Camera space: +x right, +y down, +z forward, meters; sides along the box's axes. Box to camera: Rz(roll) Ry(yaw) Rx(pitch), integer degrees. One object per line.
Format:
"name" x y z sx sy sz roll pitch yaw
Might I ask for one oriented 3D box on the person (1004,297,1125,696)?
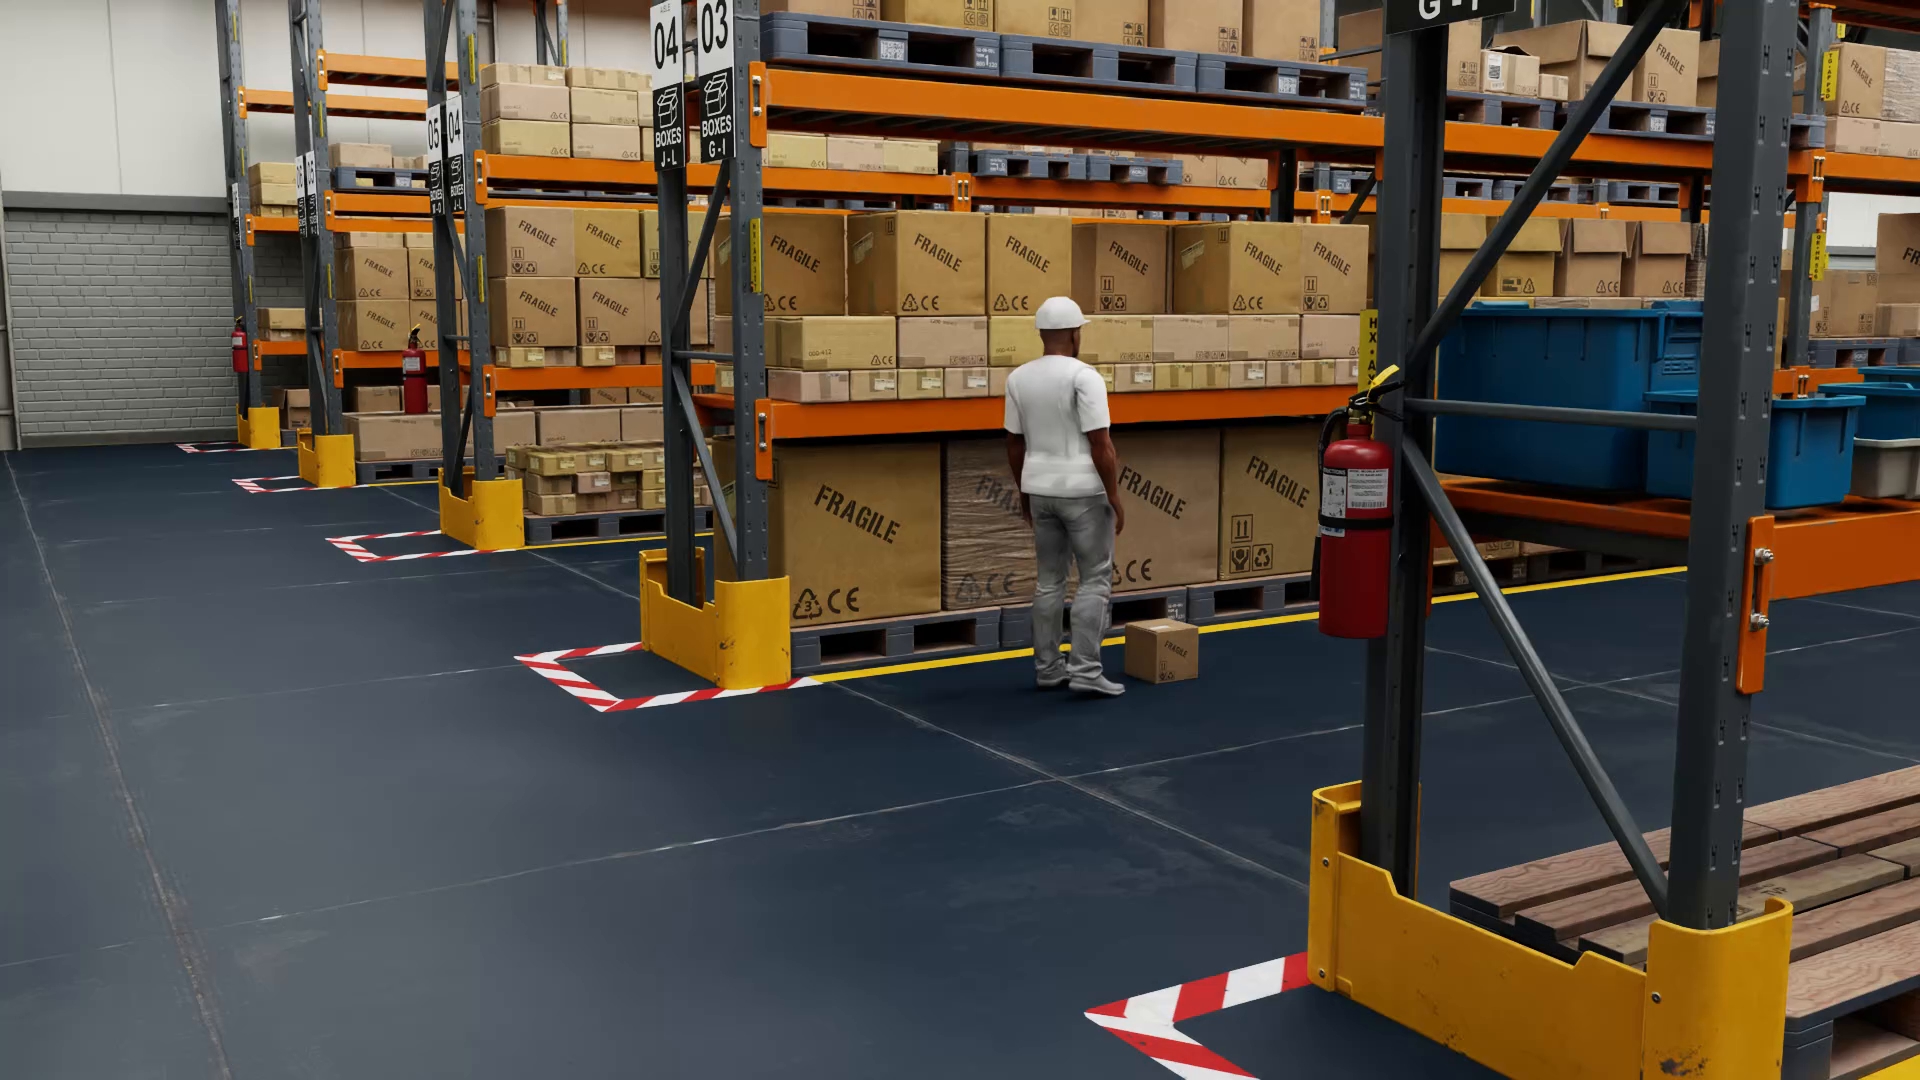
"person" 0.492 -0.192 7.517 0.616 1.797 0.420 7 11 41
